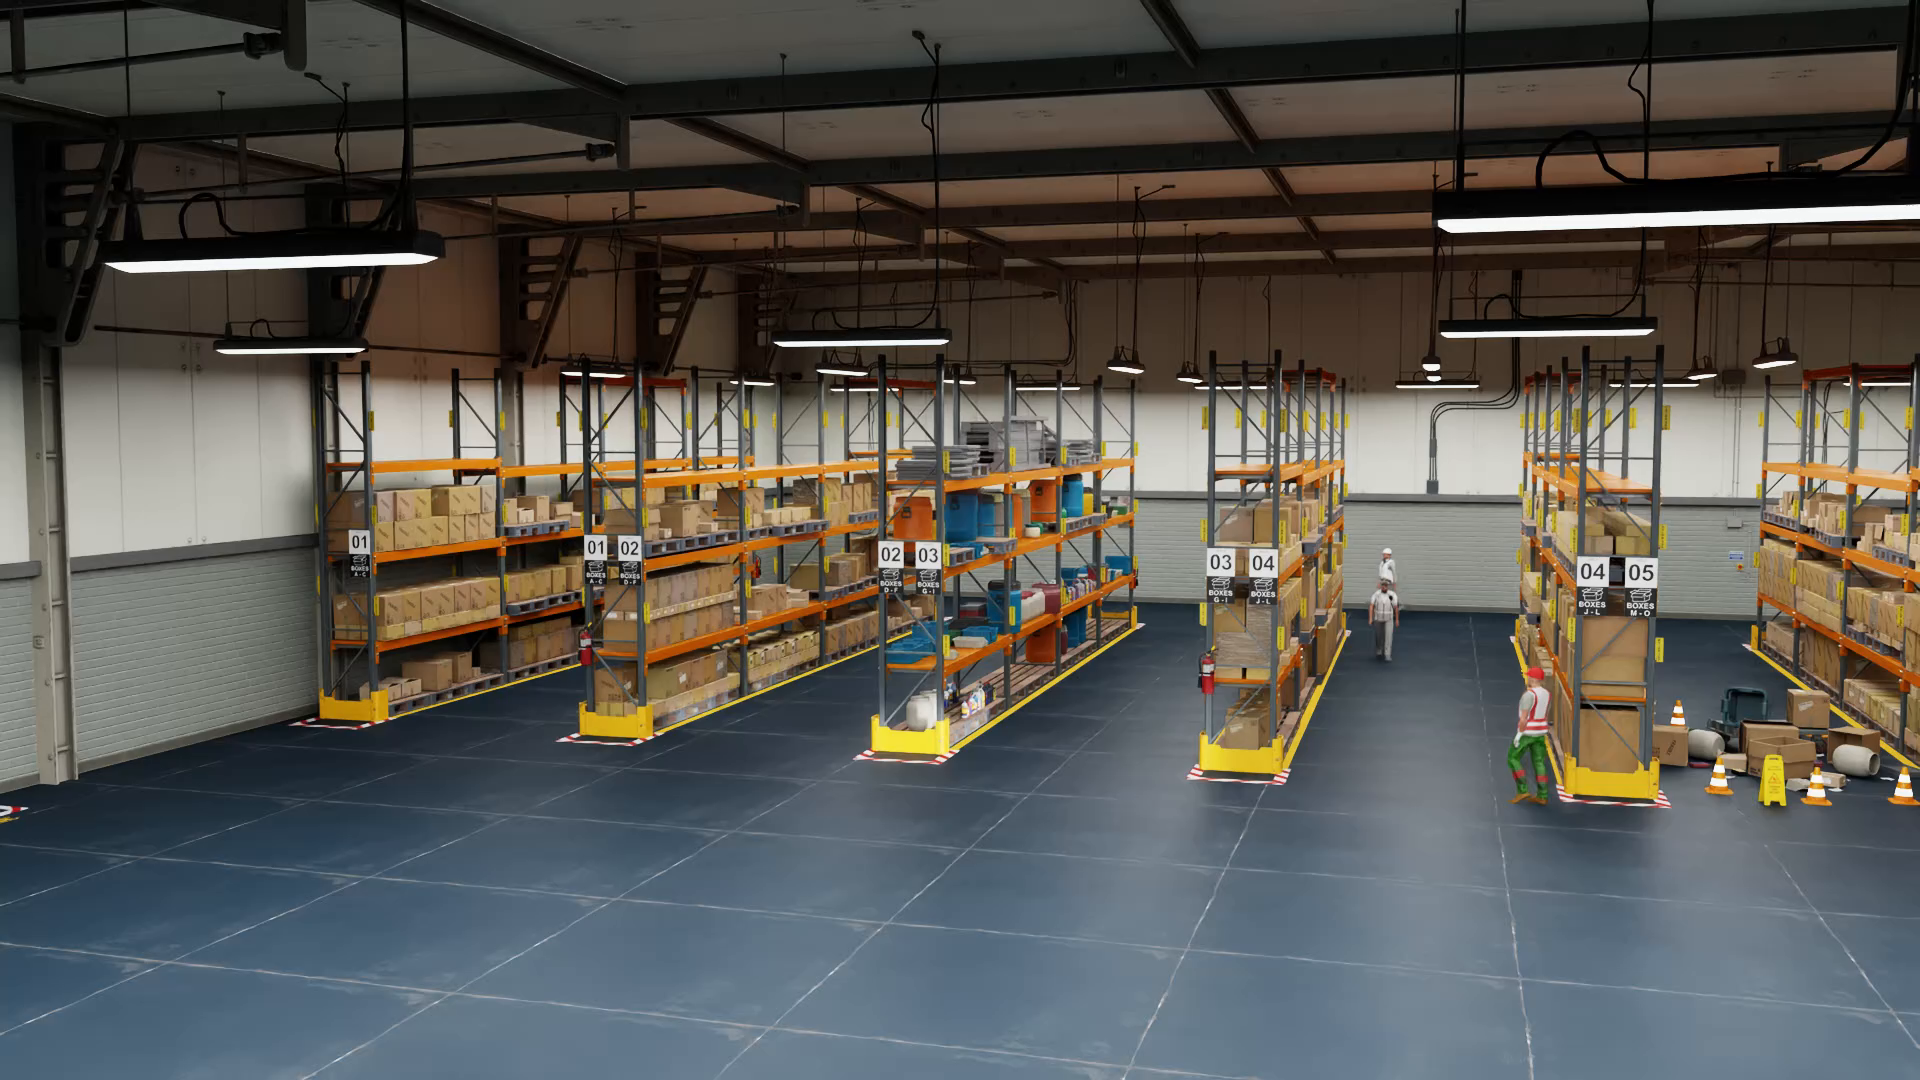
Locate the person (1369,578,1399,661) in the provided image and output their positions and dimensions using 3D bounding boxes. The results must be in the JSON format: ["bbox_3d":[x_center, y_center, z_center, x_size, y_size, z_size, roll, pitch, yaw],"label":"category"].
[{"bbox_3d":[8.891,1.643,34.871,0.622,1.712,1.099,1,4,13],"label":"person"}]

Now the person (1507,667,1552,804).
[{"bbox_3d":[7.493,2.556,21.773,0.585,1.794,0.499,-2,5,-27],"label":"person"}]

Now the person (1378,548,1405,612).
[{"bbox_3d":[11.014,1.073,42.798,0.999,1.736,0.519,-1,4,-7],"label":"person"}]
